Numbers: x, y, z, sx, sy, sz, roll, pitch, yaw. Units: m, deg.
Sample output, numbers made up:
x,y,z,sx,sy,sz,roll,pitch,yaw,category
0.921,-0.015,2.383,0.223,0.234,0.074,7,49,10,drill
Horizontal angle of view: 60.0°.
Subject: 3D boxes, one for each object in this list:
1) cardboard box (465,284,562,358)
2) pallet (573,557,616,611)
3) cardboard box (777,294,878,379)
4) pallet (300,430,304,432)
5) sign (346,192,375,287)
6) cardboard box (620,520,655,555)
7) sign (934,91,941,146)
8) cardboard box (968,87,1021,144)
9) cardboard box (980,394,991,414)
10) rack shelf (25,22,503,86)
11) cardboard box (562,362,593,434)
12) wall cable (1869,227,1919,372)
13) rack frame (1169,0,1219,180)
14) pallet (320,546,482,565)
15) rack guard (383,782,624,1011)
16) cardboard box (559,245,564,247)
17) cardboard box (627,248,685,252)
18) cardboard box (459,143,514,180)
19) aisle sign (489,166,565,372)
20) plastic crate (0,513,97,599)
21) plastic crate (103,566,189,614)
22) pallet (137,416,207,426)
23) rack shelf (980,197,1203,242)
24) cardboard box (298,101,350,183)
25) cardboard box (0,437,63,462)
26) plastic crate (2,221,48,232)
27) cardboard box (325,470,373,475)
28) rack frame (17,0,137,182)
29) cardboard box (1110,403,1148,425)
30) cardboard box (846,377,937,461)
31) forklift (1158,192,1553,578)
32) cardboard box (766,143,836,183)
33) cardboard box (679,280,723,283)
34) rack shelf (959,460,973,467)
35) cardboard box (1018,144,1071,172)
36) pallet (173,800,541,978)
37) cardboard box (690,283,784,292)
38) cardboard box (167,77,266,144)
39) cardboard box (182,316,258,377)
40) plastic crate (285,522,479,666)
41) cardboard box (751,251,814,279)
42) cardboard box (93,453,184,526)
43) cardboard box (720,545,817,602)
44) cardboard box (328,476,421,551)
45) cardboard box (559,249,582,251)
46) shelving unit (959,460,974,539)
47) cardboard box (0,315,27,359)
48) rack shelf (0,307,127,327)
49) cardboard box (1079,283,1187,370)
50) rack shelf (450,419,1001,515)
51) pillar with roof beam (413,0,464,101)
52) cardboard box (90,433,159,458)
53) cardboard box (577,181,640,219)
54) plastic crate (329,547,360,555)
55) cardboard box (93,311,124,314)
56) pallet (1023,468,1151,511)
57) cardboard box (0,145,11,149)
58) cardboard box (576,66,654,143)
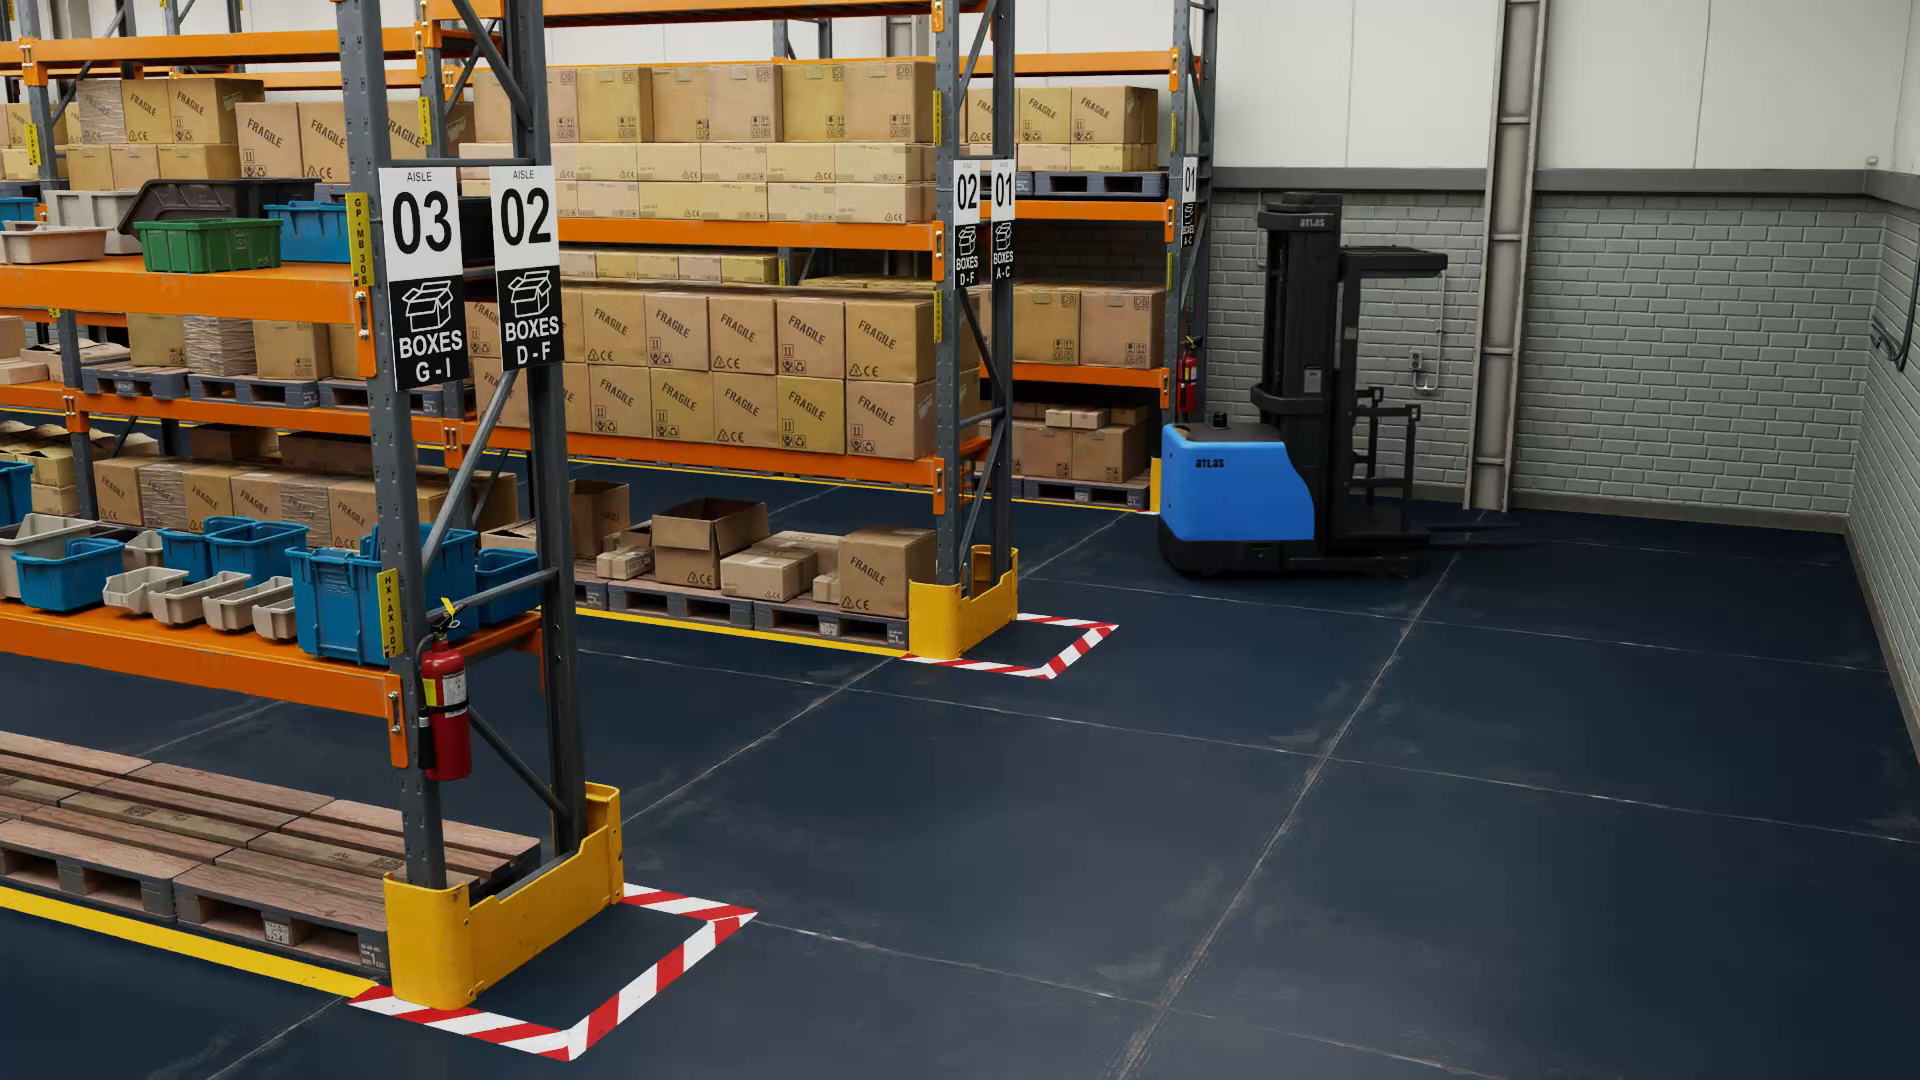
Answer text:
x,y,z,sx,sy,sz,roll,pitch,yaw,category
-3.234,-1.601,12.104,0.500,0.500,0.500,6,15,25,cardboard box
-2.924,0.253,12.713,1.213,0.211,1.003,6,14,23,pallet
-0.875,-1.364,11.093,0.500,0.500,0.500,6,15,25,cardboard box
-7.031,-1.401,19.765,1.213,0.211,1.003,6,14,23,pallet
-2.112,-1.057,5.855,0.005,0.325,0.100,6,14,23,sign
-2.230,-0.010,12.655,0.500,0.311,0.500,6,14,23,cardboard box
-0.137,-2.575,10.159,0.005,0.325,0.100,6,14,23,sign
0.396,-3.944,15.480,0.500,0.500,0.500,5,14,21,cardboard box
0.233,-1.351,16.578,0.250,0.149,0.380,6,14,22,cardboard box
-5.380,-3.729,12.898,4.000,0.370,1.077,6,14,23,rack shelf
-2.726,-1.066,12.012,0.500,0.500,0.500,6,15,24,cardboard box
7.135,-2.644,12.621,0.112,2.526,3.097,6,14,23,wall cable
2.109,-4.754,14.815,0.127,3.000,1.000,6,14,23,rack frame
-4.310,0.122,13.272,1.213,0.211,1.003,6,14,23,pallet
-1.877,1.453,6.969,0.348,0.500,1.175,6,14,23,rack guard
-4.686,-3.154,18.573,0.500,0.250,0.500,6,15,25,cardboard box
-3.280,-3.010,17.960,0.500,0.250,0.500,5,14,22,cardboard box
-3.207,-2.702,11.871,0.500,0.250,0.500,6,14,23,cardboard box
-1.718,-1.085,6.620,0.004,0.787,0.394,6,14,23,aisle sign
-4.239,0.074,7.499,0.530,0.282,0.437,6,14,23,plastic crate
-3.525,0.224,7.181,0.250,0.136,0.298,6,14,23,plastic crate
-9.491,-1.640,20.784,1.213,0.211,1.003,6,14,23,pallet
0.280,-3.128,16.028,4.000,0.370,1.077,6,14,23,rack shelf
-4.602,-3.049,12.760,0.600,0.600,0.600,6,14,23,cardboard box
-8.265,-0.721,14.632,0.500,0.311,0.500,6,14,22,cardboard box
-4.244,-1.428,7.783,0.466,0.136,0.293,6,14,23,plastic crate
-4.841,-0.356,13.713,0.500,0.500,0.500,6,14,24,cardboard box
-7.208,-4.459,13.558,0.127,3.000,1.000,6,14,23,rack frame
1.624,-1.210,15.979,0.250,0.149,0.380,6,14,24,cardboard box
-0.414,-0.831,11.012,0.500,0.500,0.500,6,15,25,cardboard box
3.178,-1.249,13.162,3.031,2.935,1.130,-1,13,-2,forklift
-0.924,-2.469,10.879,0.500,0.250,0.500,6,14,23,cardboard box
-2.543,-2.441,17.180,0.500,0.500,0.500,6,14,24,cardboard box
-0.013,-0.659,14.106,0.180,0.103,0.258,6,14,23,rack shelf
0.856,-3.534,15.372,0.500,0.250,0.500,5,14,21,cardboard box
-2.642,1.510,7.360,1.213,0.211,1.003,6,14,23,pallet
-1.594,-1.570,11.974,0.500,0.500,0.500,6,14,23,cardboard box
-5.880,-3.398,13.195,0.500,0.500,0.500,6,14,23,cardboard box
-5.828,-1.632,13.506,0.500,0.500,0.700,9,16,34,cardboard box
-2.286,0.198,6.636,0.499,0.435,0.616,6,14,23,plastic crate
-1.863,-2.868,17.357,0.500,0.250,0.500,6,15,25,cardboard box
-6.908,-0.434,14.045,0.500,0.500,0.500,6,15,26,cardboard box
-1.347,0.234,11.749,0.500,0.250,0.500,6,14,23,cardboard box
-4.567,-0.199,13.044,0.500,0.500,0.500,6,14,23,cardboard box
-4.403,-2.996,17.901,0.500,0.250,0.500,6,14,22,cardboard box
-0.013,-0.585,14.123,0.189,1.200,0.258,6,14,23,shelving unit
-8.749,-1.739,14.879,0.500,0.500,0.500,5,14,20,cardboard box
-10.691,-2.778,21.103,4.000,0.370,1.077,6,14,23,rack shelf
1.639,-2.024,15.658,0.700,0.700,0.980,7,15,26,cardboard box
-1.723,-0.633,11.960,4.000,0.370,1.077,6,14,23,rack shelf
-7.787,-4.896,15.420,0.400,9.000,9.100,6,14,23,pillar with roof beam
-7.568,-0.787,14.914,0.500,0.311,0.500,6,15,25,cardboard box
-2.295,-2.365,11.530,0.500,0.250,0.500,6,14,23,cardboard box
-2.876,0.134,7.563,0.298,0.136,0.250,6,14,23,plastic crate
-10.337,-2.952,20.552,0.500,0.250,0.500,6,14,23,cardboard box
1.346,-0.533,16.064,1.213,0.211,1.003,6,14,23,pallet
-11.839,-4.692,20.855,0.500,0.500,0.500,7,15,27,cardboard box
-2.232,-3.006,11.525,0.500,0.500,0.700,6,14,23,cardboard box
